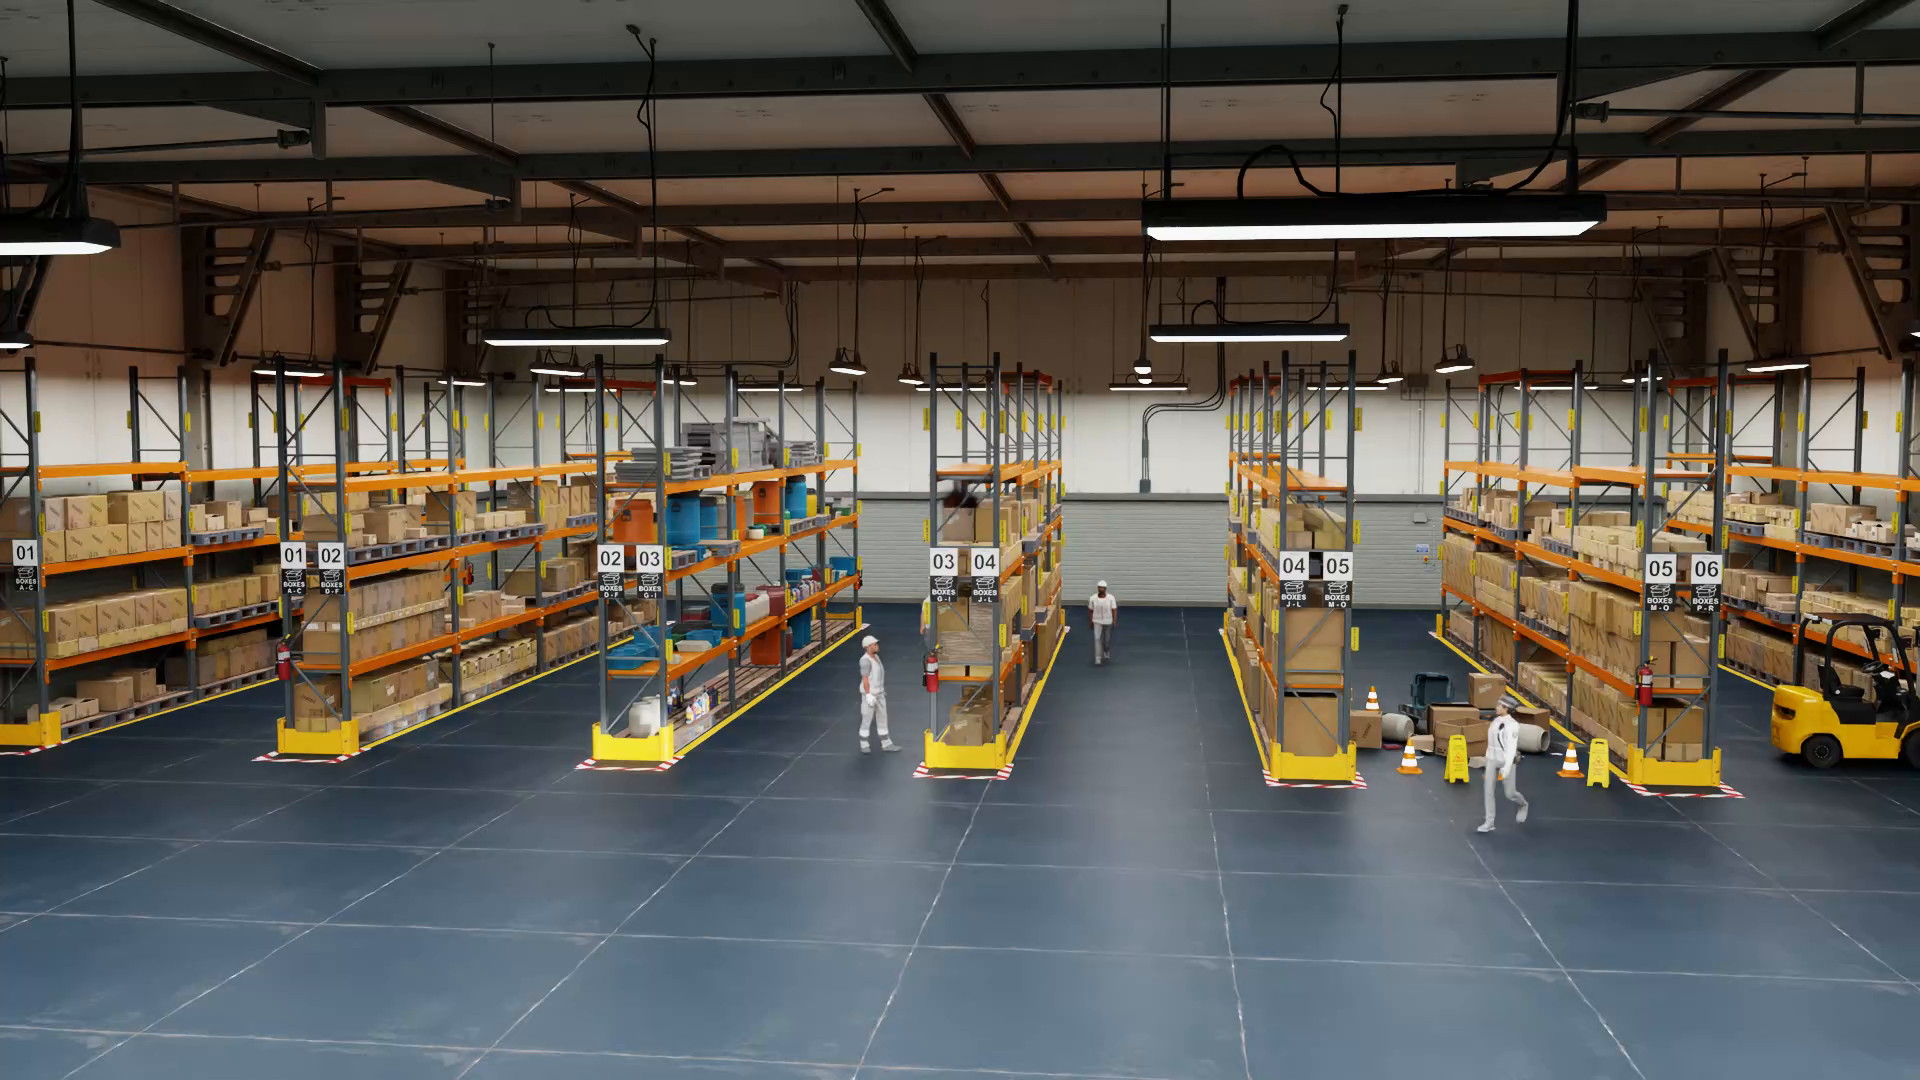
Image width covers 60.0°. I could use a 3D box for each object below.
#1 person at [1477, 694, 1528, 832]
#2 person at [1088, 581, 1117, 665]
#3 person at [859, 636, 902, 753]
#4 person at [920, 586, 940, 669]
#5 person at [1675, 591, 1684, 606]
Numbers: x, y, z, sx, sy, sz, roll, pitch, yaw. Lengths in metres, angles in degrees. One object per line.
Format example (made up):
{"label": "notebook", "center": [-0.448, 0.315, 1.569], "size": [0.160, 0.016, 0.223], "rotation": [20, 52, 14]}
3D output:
{"label": "person", "center": [6.681, 2.716, 20.399], "size": [0.776, 1.673, 0.435], "rotation": [-4, 6, -43]}
{"label": "person", "center": [2.952, 1.706, 34.467], "size": [0.589, 1.726, 1.031], "rotation": [0, 4, 4]}
{"label": "person", "center": [-1.237, 2.337, 25.173], "size": [0.584, 1.780, 0.629], "rotation": [2, 5, 28]}
{"label": "person", "center": [-0.513, 1.750, 33.697], "size": [0.567, 1.725, 1.048], "rotation": [1, 4, 8]}
{"label": "person", "center": [14.078, 1.780, 33.085], "size": [0.515, 1.783, 0.630], "rotation": [1, 4, 14]}
